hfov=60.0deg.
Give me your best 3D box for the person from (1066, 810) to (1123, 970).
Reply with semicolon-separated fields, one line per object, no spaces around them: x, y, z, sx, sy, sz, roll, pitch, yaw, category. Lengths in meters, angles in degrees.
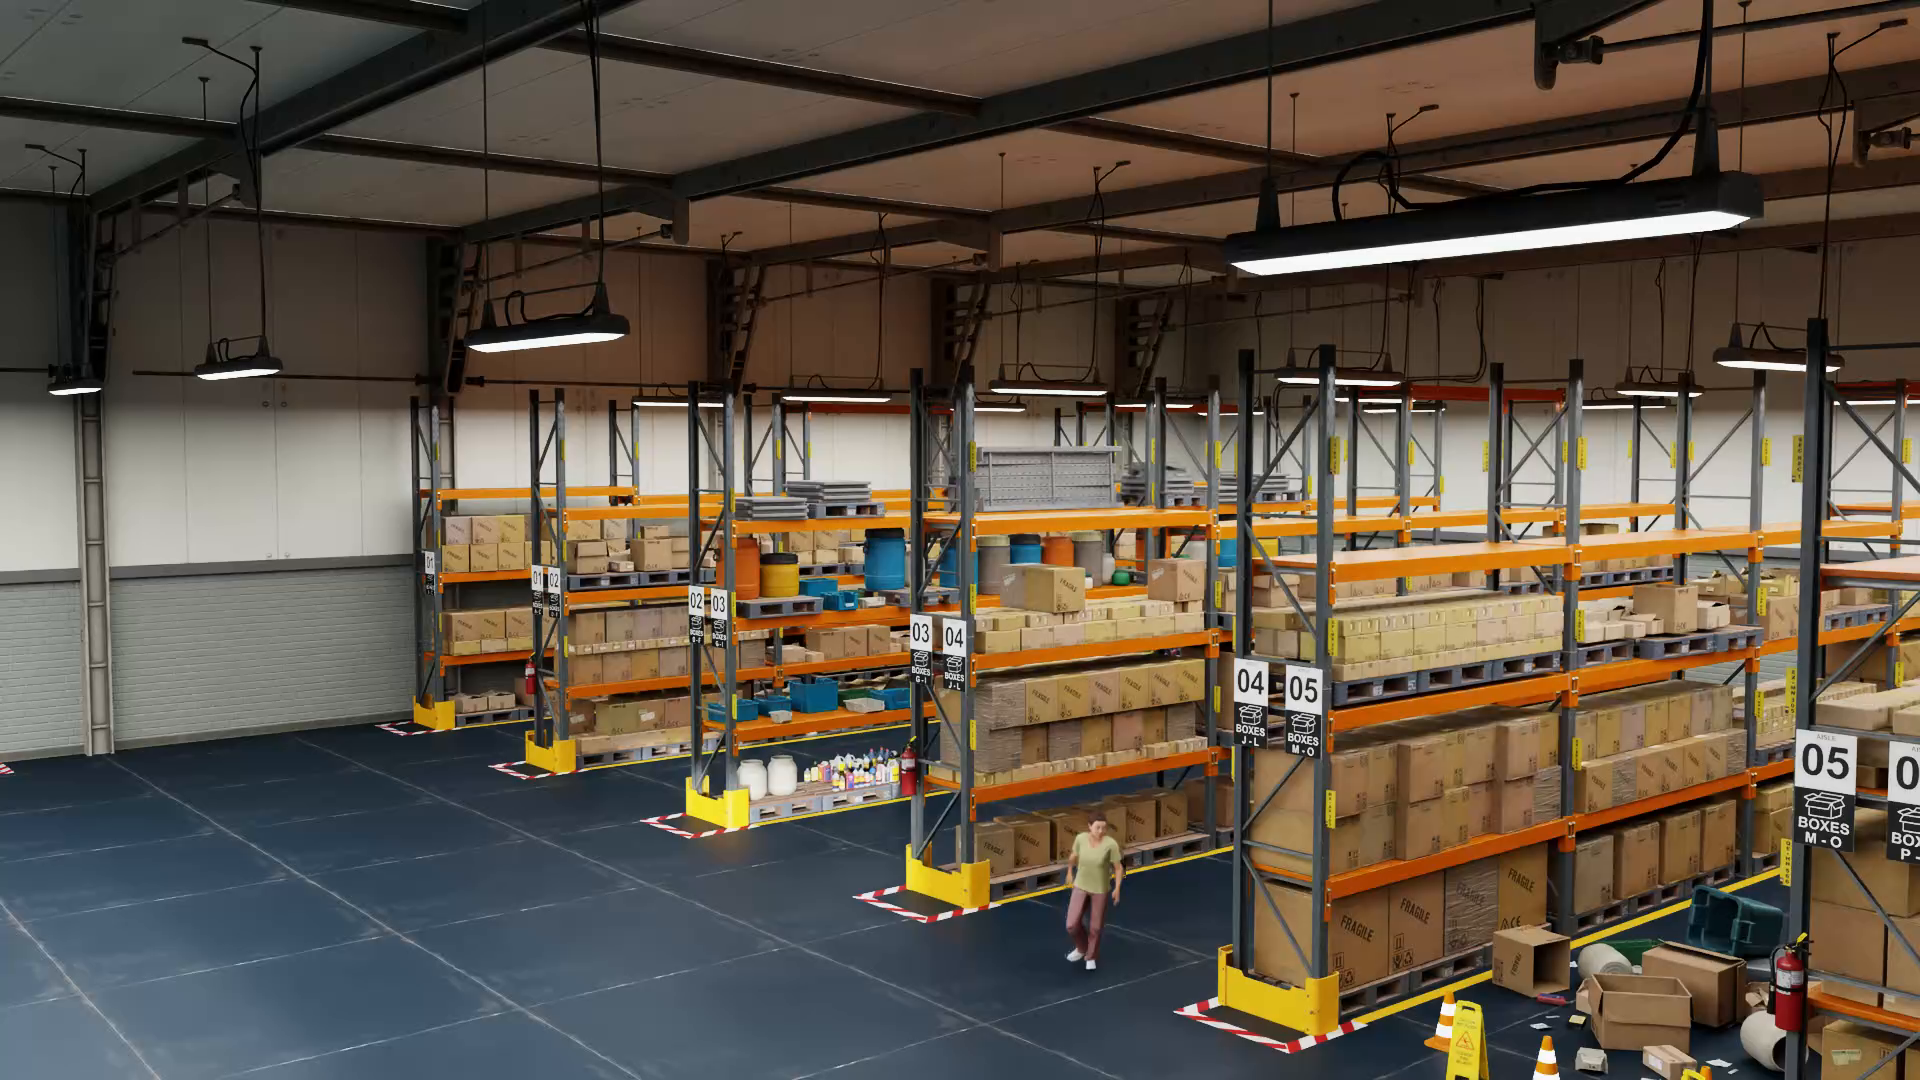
1.291;3.397;16.157;0.596;1.617;0.578;1;3;11;person
